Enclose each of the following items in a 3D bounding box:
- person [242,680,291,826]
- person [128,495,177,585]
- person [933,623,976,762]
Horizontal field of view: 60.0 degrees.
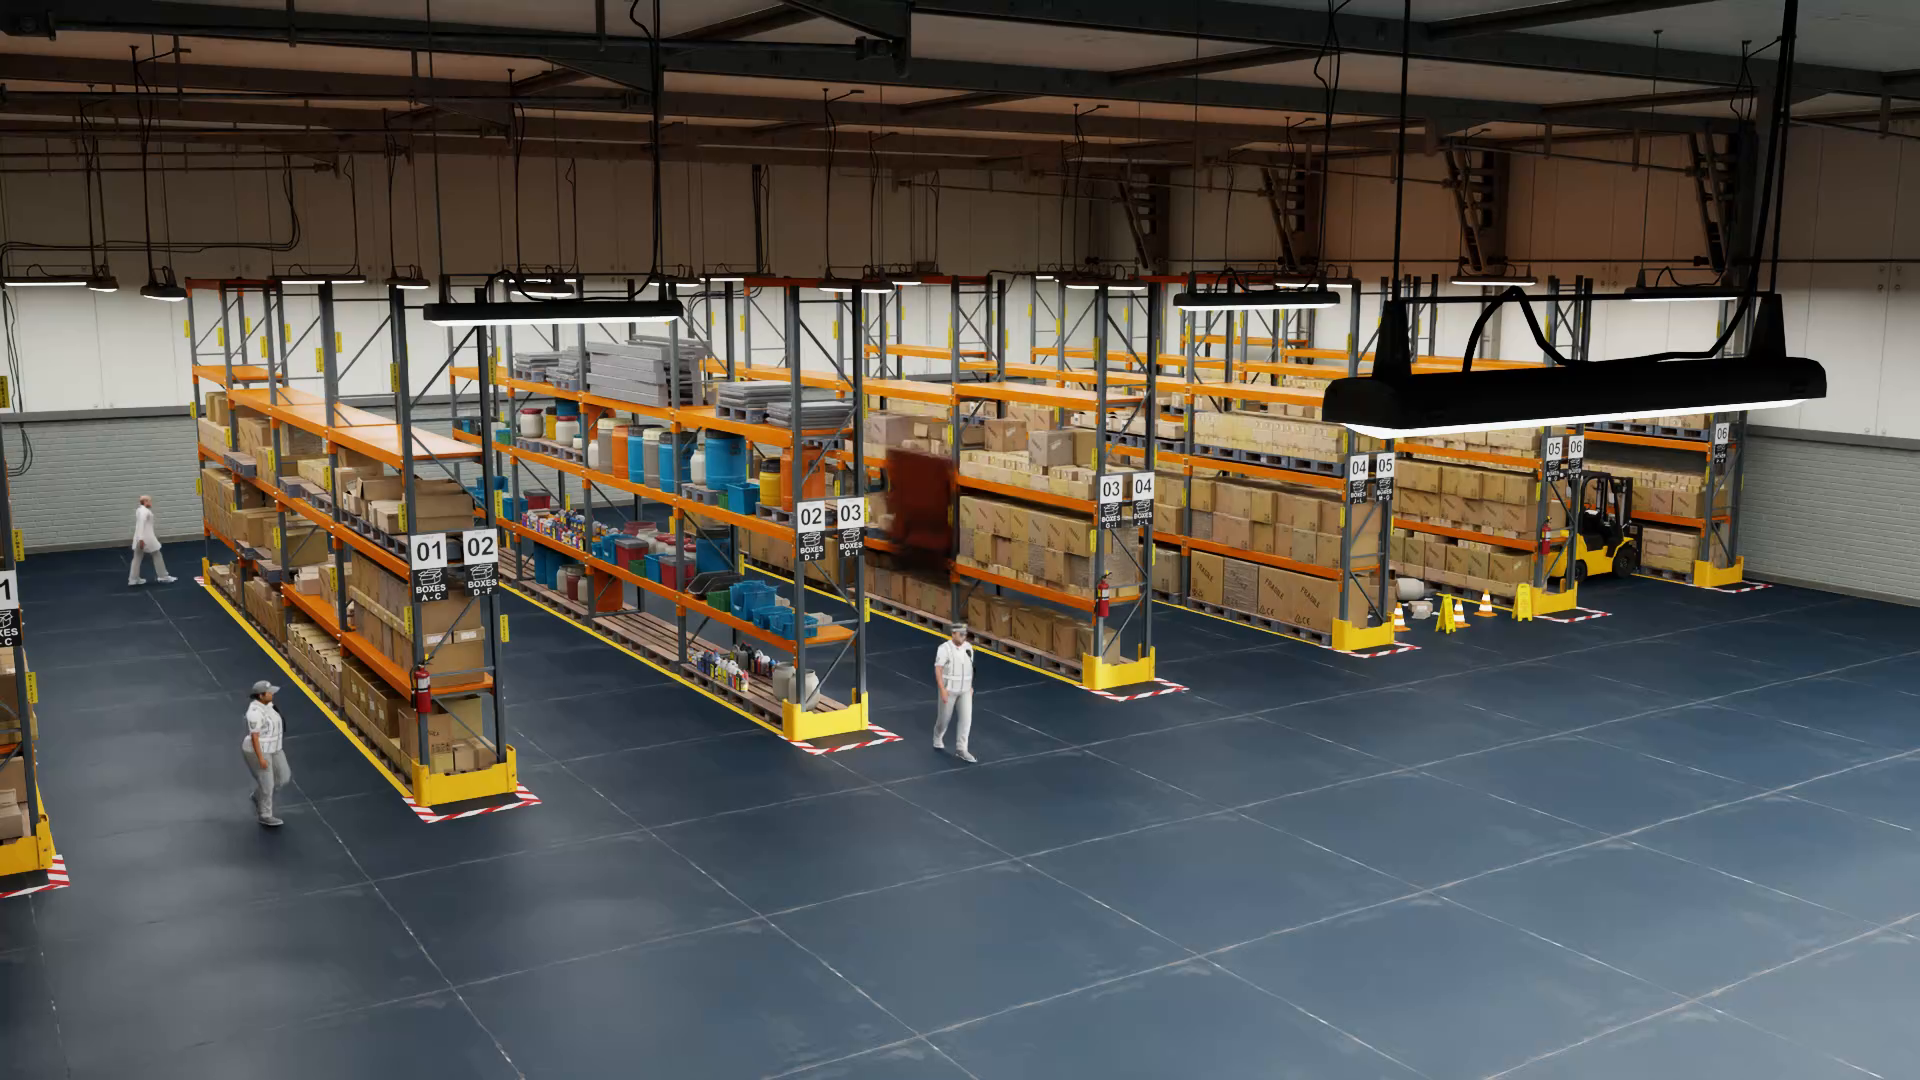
[{"bbox_3d":[-7.873,2.386,18.750,0.469,1.651,0.475,2,10,12],"label":"person"},{"bbox_3d":[-16.050,-0.013,32.791,0.556,1.762,0.921,5,11,26],"label":"person"},{"bbox_3d":[-0.036,1.921,21.431,0.634,1.735,0.859,-6,11,-32],"label":"person"}]
